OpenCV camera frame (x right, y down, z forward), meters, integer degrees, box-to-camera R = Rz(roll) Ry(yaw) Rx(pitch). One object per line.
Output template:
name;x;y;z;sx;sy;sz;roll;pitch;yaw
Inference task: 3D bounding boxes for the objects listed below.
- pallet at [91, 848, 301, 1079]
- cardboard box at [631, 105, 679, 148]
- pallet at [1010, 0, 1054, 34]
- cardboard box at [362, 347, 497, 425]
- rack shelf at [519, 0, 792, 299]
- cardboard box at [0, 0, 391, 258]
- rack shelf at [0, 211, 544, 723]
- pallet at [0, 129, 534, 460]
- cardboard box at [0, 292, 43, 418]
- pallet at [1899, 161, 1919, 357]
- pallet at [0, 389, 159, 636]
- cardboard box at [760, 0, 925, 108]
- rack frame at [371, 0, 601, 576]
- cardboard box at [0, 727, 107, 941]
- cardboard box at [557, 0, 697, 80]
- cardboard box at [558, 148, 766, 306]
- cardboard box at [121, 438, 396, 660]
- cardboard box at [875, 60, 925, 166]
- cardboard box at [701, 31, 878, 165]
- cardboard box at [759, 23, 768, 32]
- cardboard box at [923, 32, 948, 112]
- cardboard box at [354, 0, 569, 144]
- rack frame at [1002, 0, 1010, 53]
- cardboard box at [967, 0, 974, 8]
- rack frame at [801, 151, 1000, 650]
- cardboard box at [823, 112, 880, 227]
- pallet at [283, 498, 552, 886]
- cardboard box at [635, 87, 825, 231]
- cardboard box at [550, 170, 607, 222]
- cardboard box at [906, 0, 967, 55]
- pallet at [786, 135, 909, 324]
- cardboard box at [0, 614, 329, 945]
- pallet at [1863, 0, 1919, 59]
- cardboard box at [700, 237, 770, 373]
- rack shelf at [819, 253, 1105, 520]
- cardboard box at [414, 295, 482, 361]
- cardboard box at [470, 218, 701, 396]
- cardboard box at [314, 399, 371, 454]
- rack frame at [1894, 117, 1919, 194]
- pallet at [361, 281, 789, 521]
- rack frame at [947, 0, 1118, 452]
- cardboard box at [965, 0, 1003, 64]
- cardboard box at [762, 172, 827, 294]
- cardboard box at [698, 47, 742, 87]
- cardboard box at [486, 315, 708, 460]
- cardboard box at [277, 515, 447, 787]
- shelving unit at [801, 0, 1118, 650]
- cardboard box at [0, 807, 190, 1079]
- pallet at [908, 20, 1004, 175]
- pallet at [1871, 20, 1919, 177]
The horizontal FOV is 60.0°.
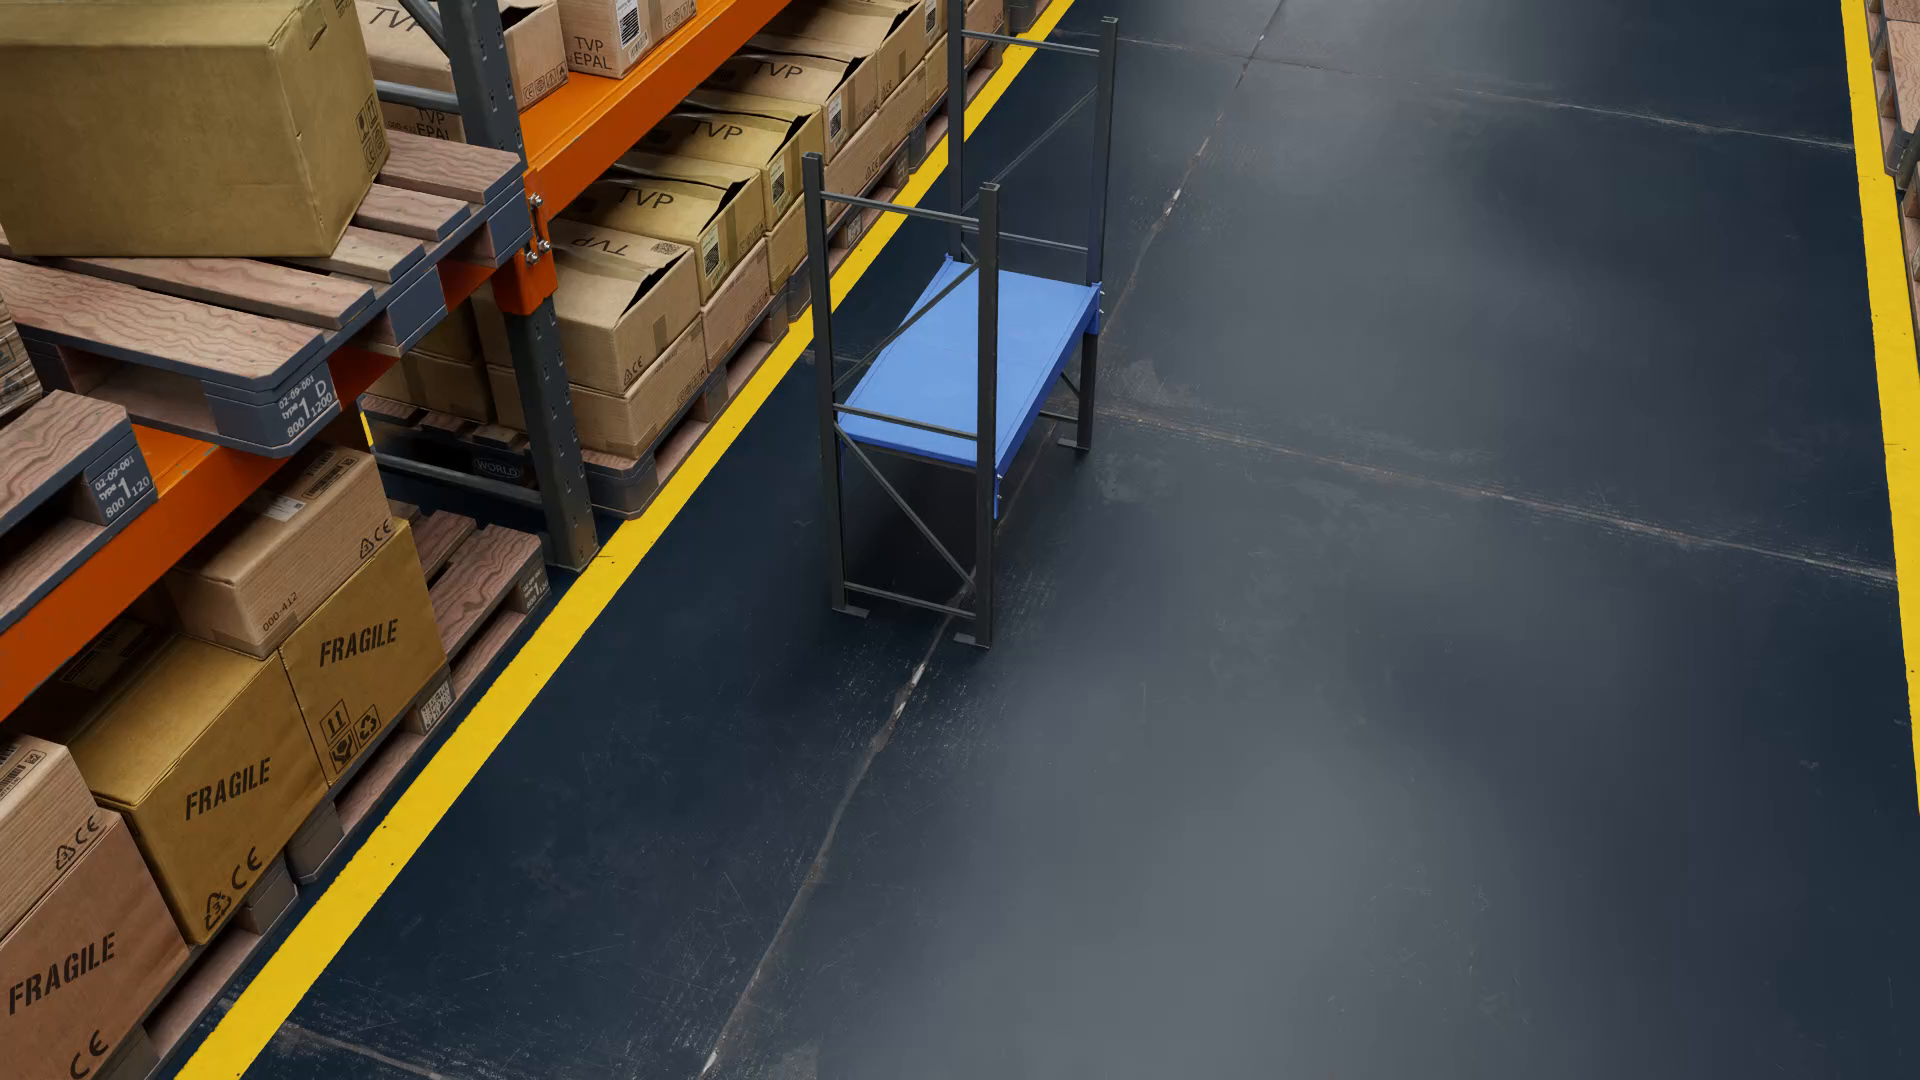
pallet;-2.327;1.069;3.835;1.003;0.211;1.213;13;42;15
cardboard box;-1.322;-1.508;6.069;0.500;0.311;0.500;13;42;15
pallet;0.062;-3.036;8.645;1.003;0.211;1.213;13;42;15
cardboard box;-1.666;-0.670;5.519;0.500;0.250;0.500;14;42;16
rack shelf;-0.933;-2.127;5.986;1.077;0.370;4.000;13;42;15
cardboard box;-1.726;-0.970;3.675;0.700;0.500;0.500;0;40;0
rack shelf;-2.301;0.313;3.127;1.077;0.370;4.000;13;42;15
pallet;-1.783;-0.679;3.882;1.213;0.211;1.003;13;42;15
cardboard box;-2.219;-0.454;3.071;0.700;0.500;0.500;21;45;23
pallet;4.142;-0.987;6.245;1.003;0.211;1.213;13;42;15
pallet;-2.278;0.079;2.994;1.003;0.211;1.213;13;42;15
cardboard box;-0.463;-2.014;6.663;0.500;0.311;0.500;13;42;15
rack frame;-1.617;-1.181;4.323;1.000;3.000;0.127;13;42;15
cardboard box;-2.077;0.600;3.245;0.500;0.250;0.500;13;42;14
cardboard box;-1.129;-1.649;4.941;0.500;0.311;0.500;13;42;15
cardboard box;-0.990;-1.084;5.573;0.500;0.311;0.500;12;42;14
cardboard box;-1.732;-0.025;3.977;0.500;0.250;0.500;15;43;17
cardboard box;-0.468;-1.797;6.840;0.500;0.250;0.500;14;42;16
cardboard box;-0.638;-1.709;6.305;0.500;0.311;0.500;13;42;15
cardboard box;-0.977;-2.131;6.799;0.500;0.311;0.500;12;42;14
cardboard box;-0.293;-2.109;7.206;0.500;0.250;0.500;13;42;14
cardboard box;-1.452;-1.359;4.601;0.500;0.311;0.500;16;43;18
rack frame;-0.249;-3.621;7.183;1.000;3.000;0.127;13;42;15
cardboard box;-0.118;-2.637;7.393;0.500;0.311;0.500;13;42;15
rack frame;-0.145;-0.313;4.461;0.500;1.500;0.032;13;42;15
cardboard box;-0.643;-1.487;6.476;0.500;0.250;0.500;14;42;16
pallet;-1.908;0.327;4.704;1.003;0.211;1.213;13;42;15
cardboard box;-0.814;-1.395;5.937;0.500;0.311;0.500;12;42;14
cardboard box;-1.498;-1.200;5.709;0.500;0.311;0.500;13;42;14
cardboard box;-0.290;-2.318;7.019;0.500;0.311;0.500;14;43;16
pallet;-0.880;-1.355;6.676;1.003;0.211;1.213;13;42;15
cardboard box;-1.894;0.541;3.892;0.500;0.500;0.500;12;42;14
pallet;5.019;-2.627;8.166;1.003;0.211;1.213;13;42;15
cardboard box;-0.991;-0.856;5.737;0.500;0.250;0.500;12;42;14
rack shelf;0.029;-0.486;4.941;0.538;0.185;1.000;13;42;15
cardboard box;-1.669;-0.882;5.336;0.500;0.311;0.500;14;43;16
cardboard box;-1.162;-0.762;5.195;0.500;0.311;0.500;15;43;17
cardboard box;-2.041;-0.183;4.740;0.500;0.500;0.500;15;43;17
rack frame;4.407;-2.523;5.897;1.000;3.000;0.127;13;42;15
pallet;-1.299;-0.613;5.806;1.003;0.211;1.213;13;42;15
rack frame;0.203;-0.933;5.188;0.500;1.500;0.032;13;42;15
cardboard box;-0.119;-2.417;7.567;0.500;0.250;0.500;13;42;15
cardboard box;-0.819;-1.174;6.110;0.500;0.250;0.500;12;42;14
cardboard box;-1.149;-1.813;6.427;0.500;0.311;0.500;14;43;16
cardboard box;-1.162;-0.549;5.377;0.500;0.250;0.500;13;42;15
cardboard box;-1.716;0.225;4.262;0.500;0.500;0.500;15;43;17
shelving unit;0.029;-0.623;4.824;0.538;1.500;1.048;13;42;15
cardboard box;-2.067;0.862;3.515;0.500;0.500;0.500;12;42;13
pallet;-0.464;-2.102;7.551;1.003;0.211;1.213;13;42;15
pallet;4.604;-1.880;7.291;1.003;0.211;1.213;13;42;15
